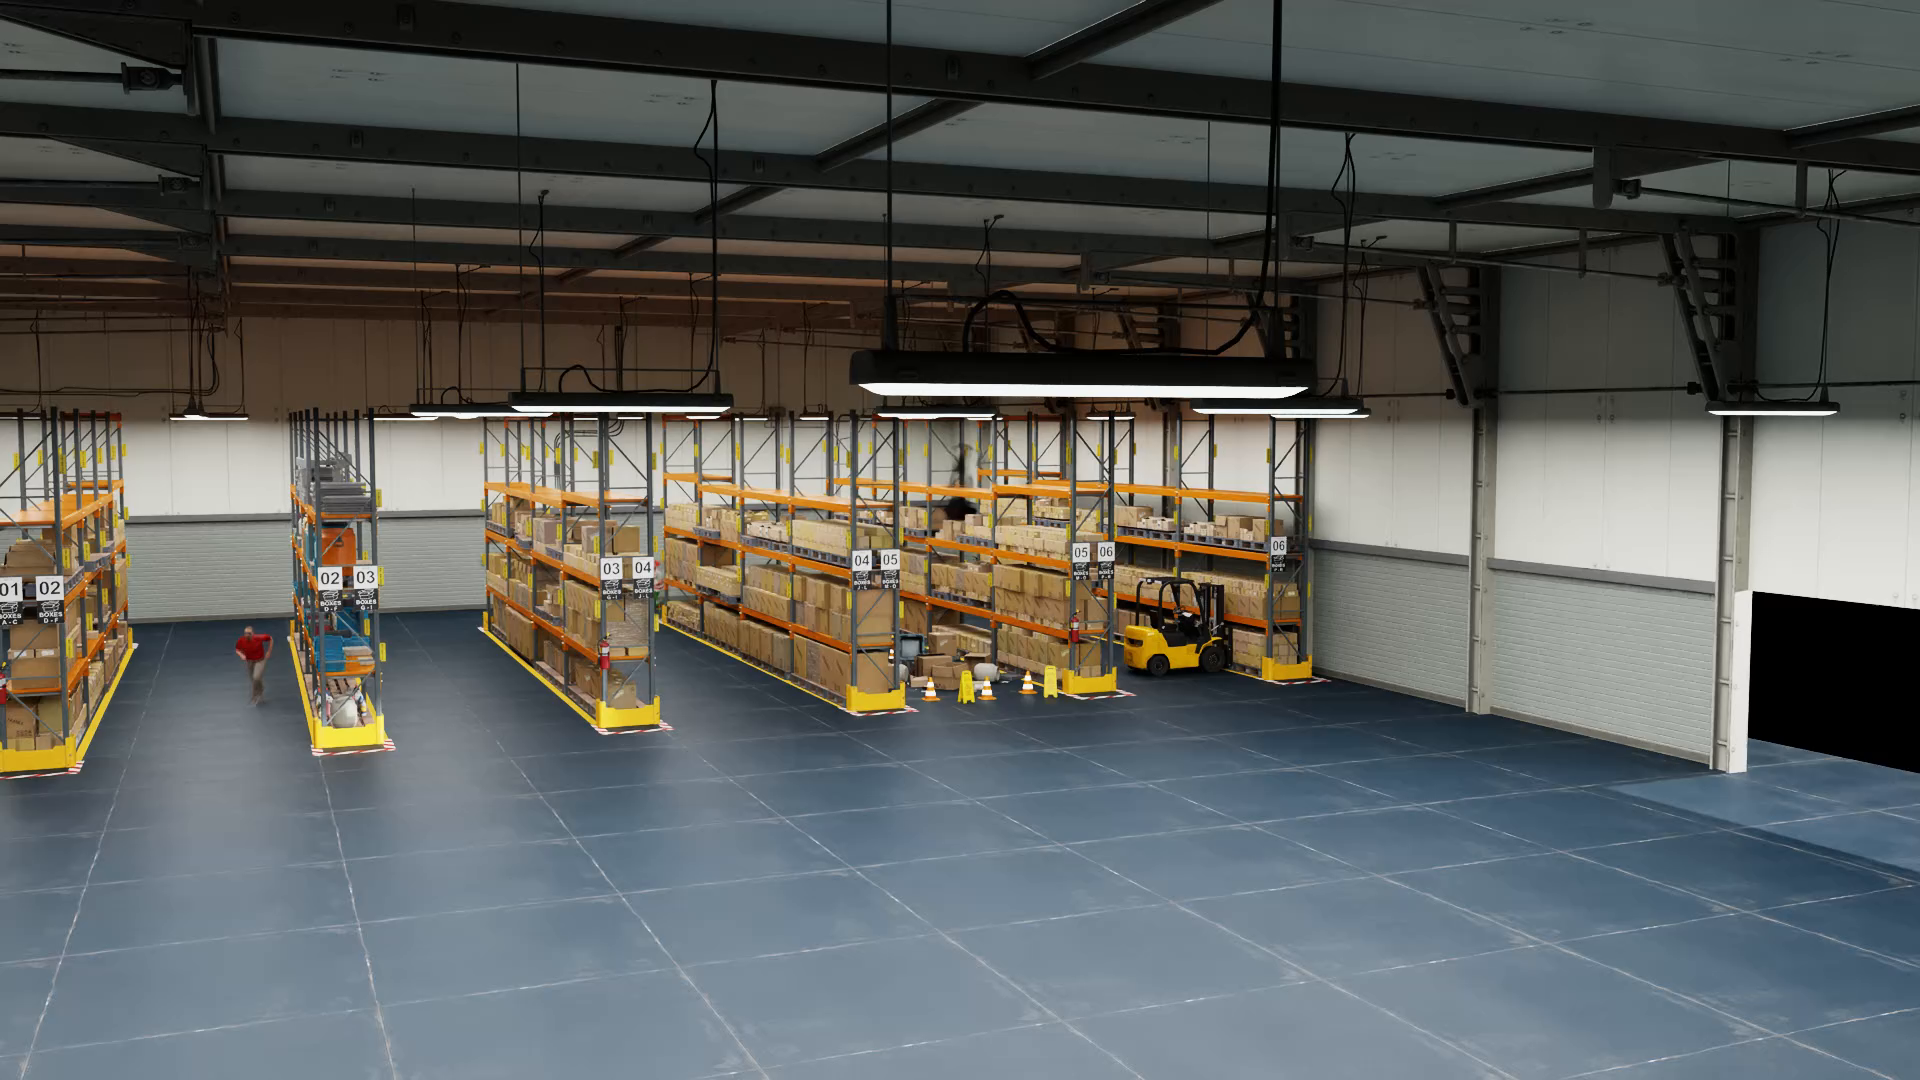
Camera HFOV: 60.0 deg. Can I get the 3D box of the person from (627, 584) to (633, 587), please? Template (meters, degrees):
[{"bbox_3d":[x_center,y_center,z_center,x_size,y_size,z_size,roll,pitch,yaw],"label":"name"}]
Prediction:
[{"bbox_3d":[-8.356,1.857,42.161,0.701,1.754,0.963,-3,5,-34],"label":"person"}]

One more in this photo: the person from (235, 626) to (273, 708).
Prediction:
[{"bbox_3d":[-14.347,2.561,33.910,0.706,1.698,1.004,-1,4,-8],"label":"person"}]

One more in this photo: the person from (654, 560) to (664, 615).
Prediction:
[{"bbox_3d":[-8.884,1.464,48.616,0.811,1.753,0.700,-3,5,-34],"label":"person"}]
